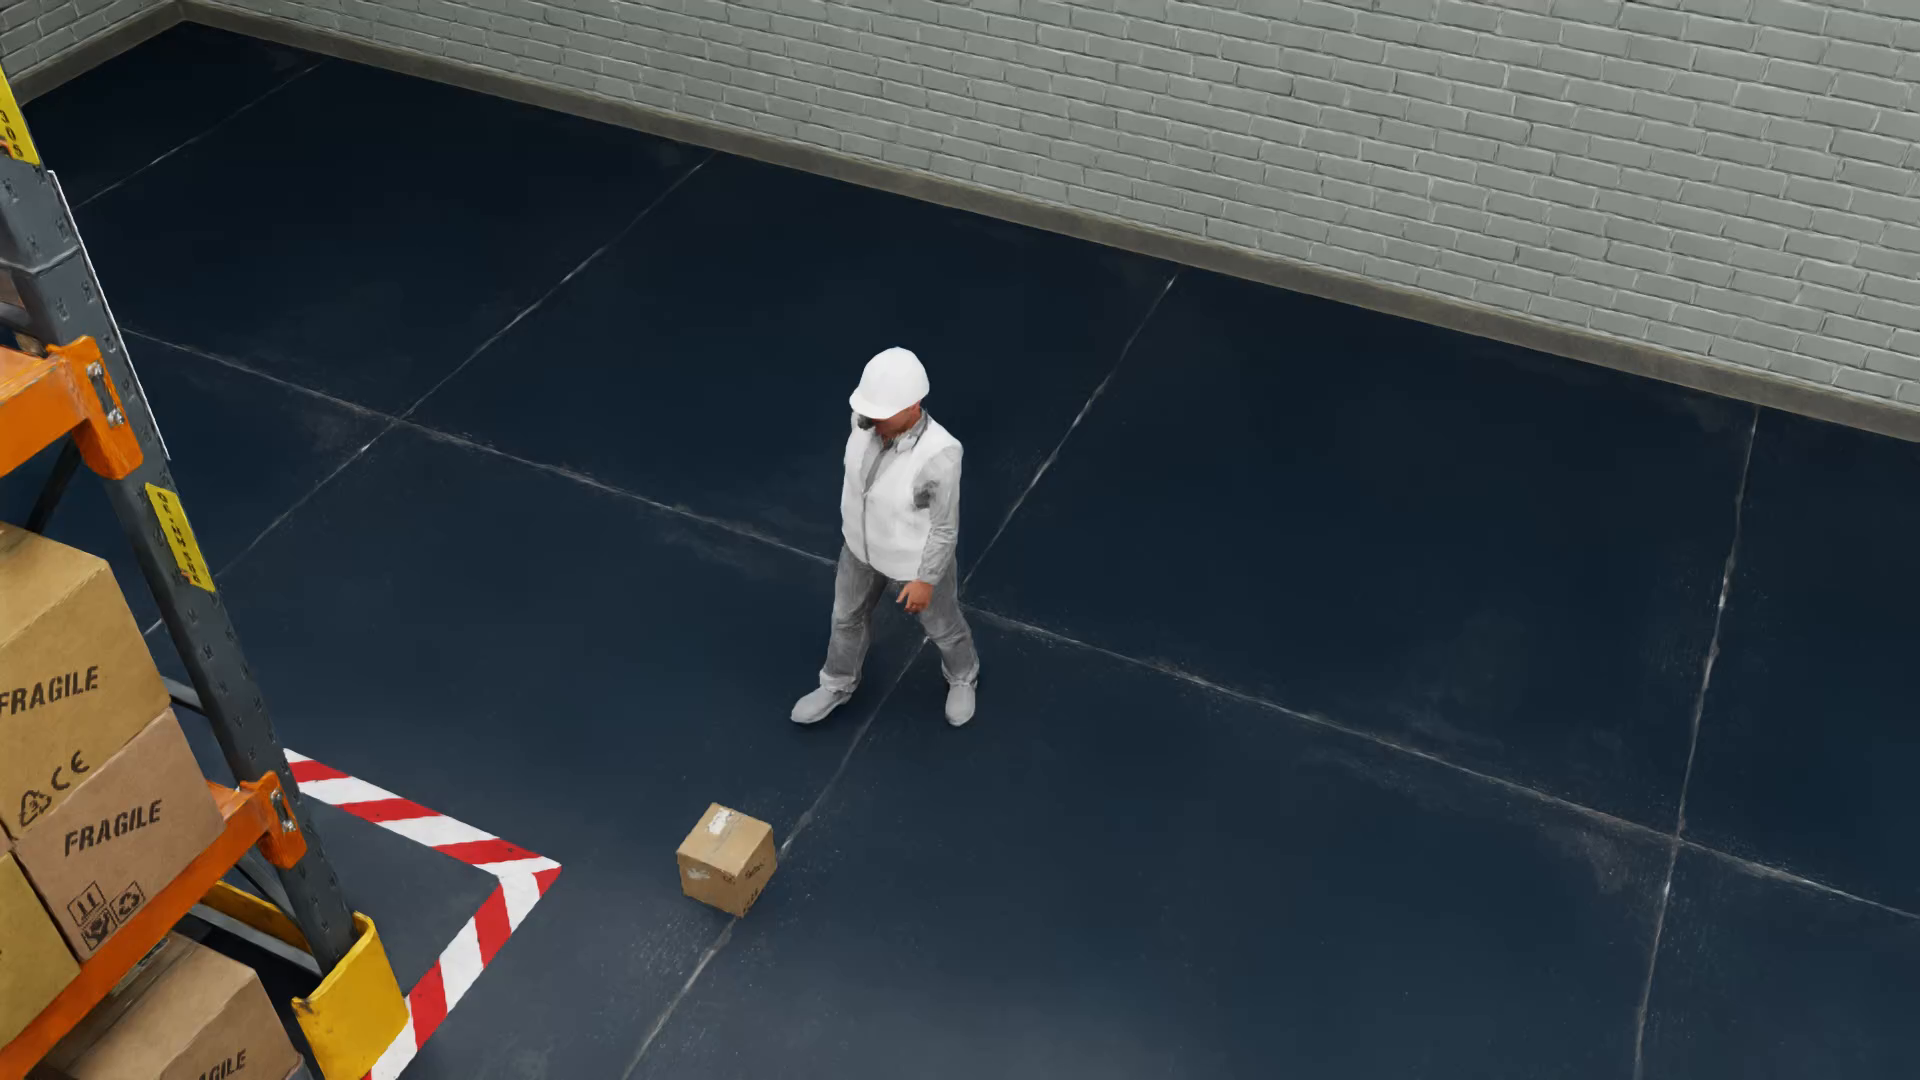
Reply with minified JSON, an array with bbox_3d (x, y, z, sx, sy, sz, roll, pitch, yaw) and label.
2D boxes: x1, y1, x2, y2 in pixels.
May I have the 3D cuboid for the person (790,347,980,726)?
[{"bbox_3d":[-0.255,0.022,6.106,0.613,1.758,0.680,28,49,28],"label":"person"}]
